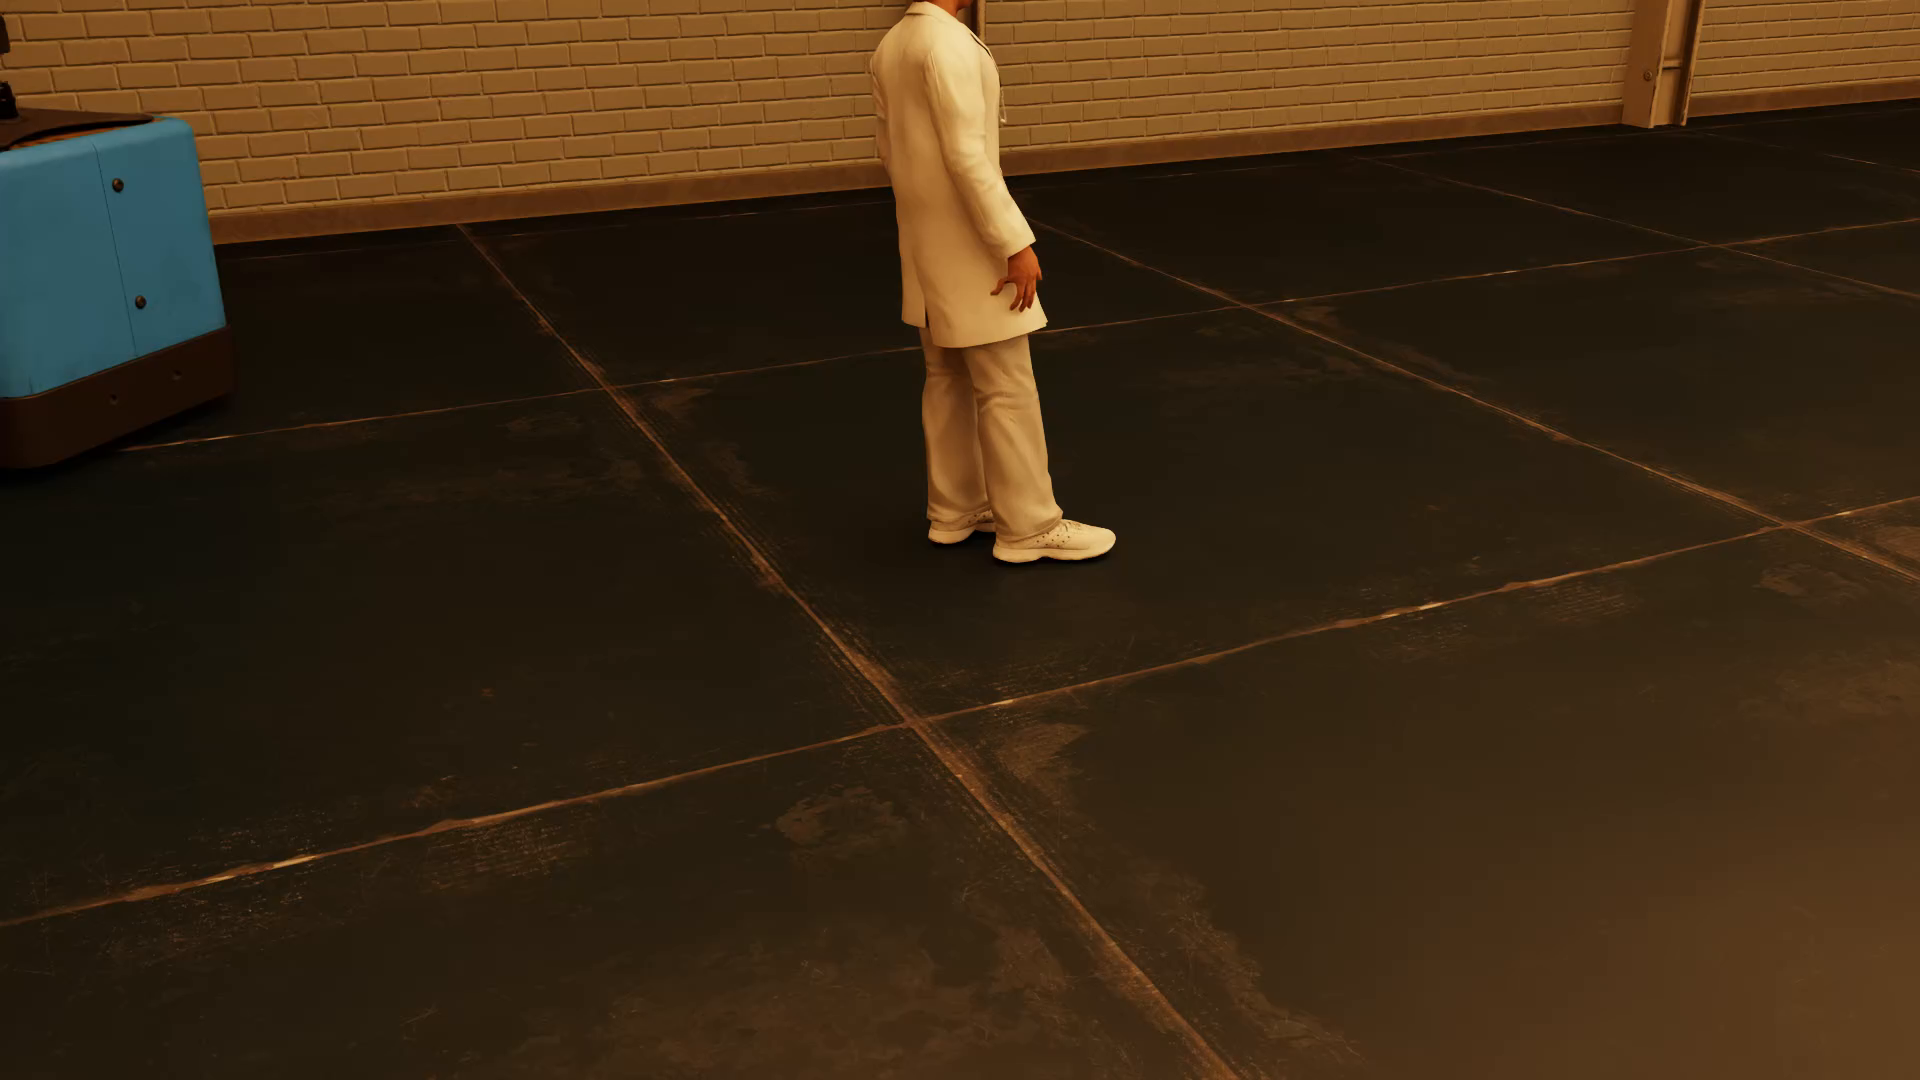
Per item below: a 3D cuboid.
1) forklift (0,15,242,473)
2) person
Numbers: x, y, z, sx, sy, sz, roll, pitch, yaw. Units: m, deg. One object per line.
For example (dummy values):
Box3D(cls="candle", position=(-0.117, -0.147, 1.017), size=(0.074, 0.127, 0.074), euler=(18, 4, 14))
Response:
Box3D(cls="forklift", position=(-4.307, -1.883, 5.818), size=(3.031, 2.935, 1.130), euler=(7, 24, 17))
Box3D(cls="person", position=(0.084, -0.841, 4.794), size=(0.581, 1.776, 0.696), euler=(-10, 25, -23))
